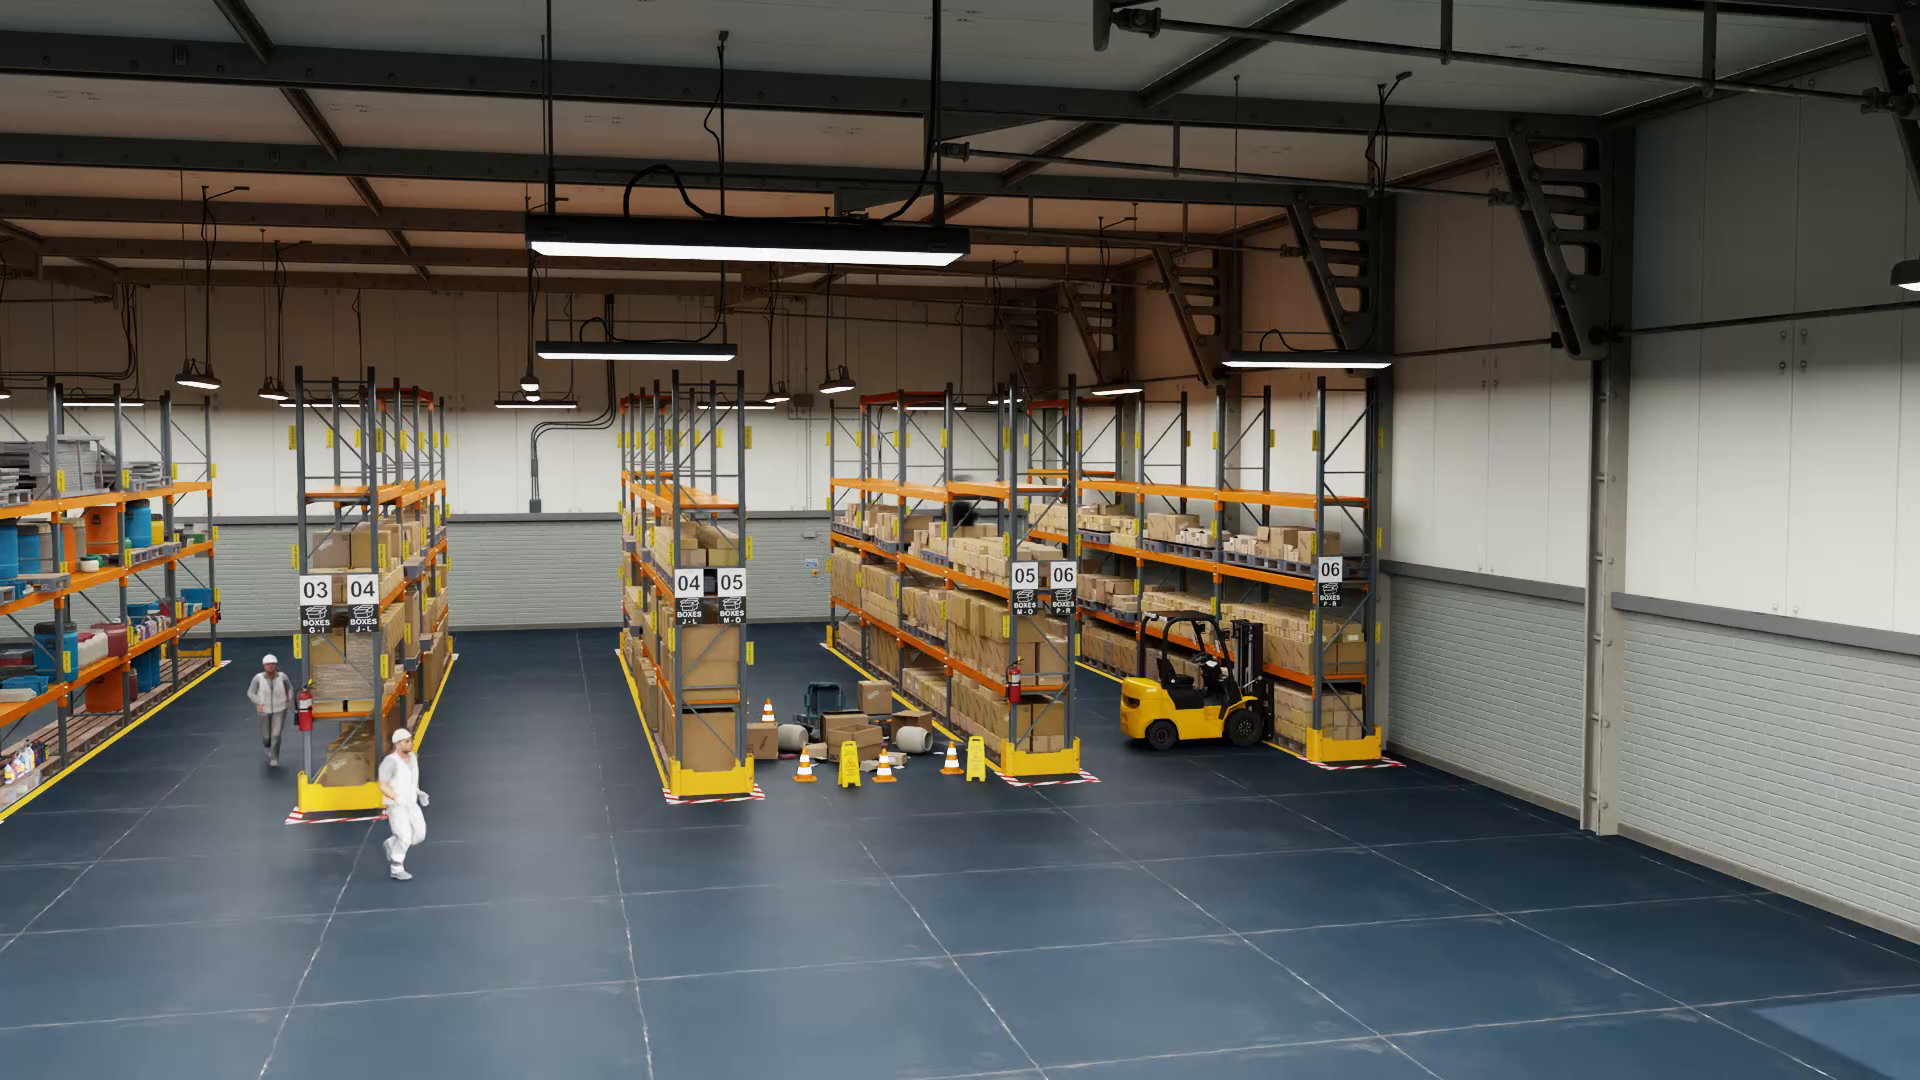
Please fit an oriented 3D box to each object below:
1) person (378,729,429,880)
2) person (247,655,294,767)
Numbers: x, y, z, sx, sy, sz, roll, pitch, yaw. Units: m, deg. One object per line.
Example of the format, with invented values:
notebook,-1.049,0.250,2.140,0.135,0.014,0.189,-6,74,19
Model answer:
person,-6.383,3.006,18.989,0.635,1.726,0.655,1,4,21
person,-10.665,2.612,25.743,0.660,1.727,0.735,-1,4,-23
